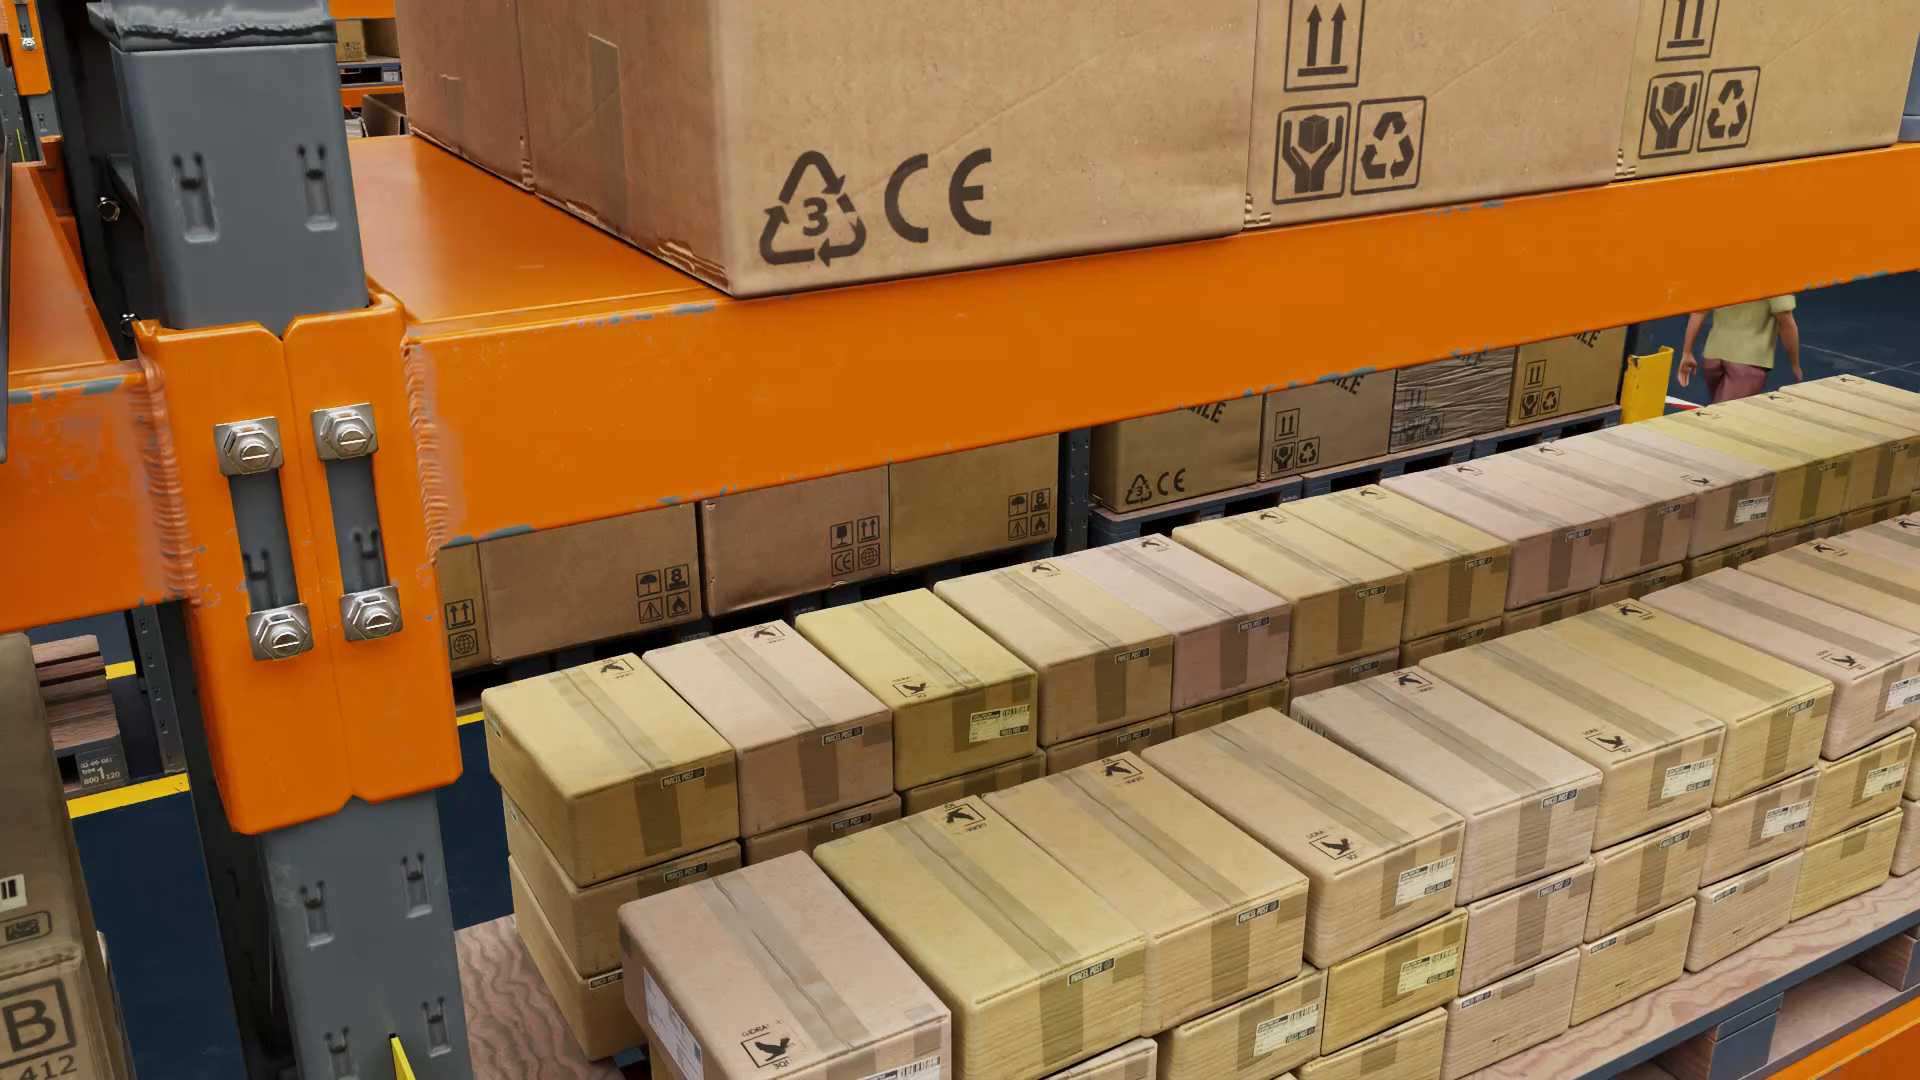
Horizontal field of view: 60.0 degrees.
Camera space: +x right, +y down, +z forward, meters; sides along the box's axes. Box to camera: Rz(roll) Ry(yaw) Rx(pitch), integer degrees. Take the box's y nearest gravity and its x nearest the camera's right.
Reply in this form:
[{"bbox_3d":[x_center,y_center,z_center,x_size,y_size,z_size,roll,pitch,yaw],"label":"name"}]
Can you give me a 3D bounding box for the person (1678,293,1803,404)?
[{"bbox_3d":[3.911,-0.865,8.243,0.855,1.665,0.469,-11,24,-25],"label":"person"}]
